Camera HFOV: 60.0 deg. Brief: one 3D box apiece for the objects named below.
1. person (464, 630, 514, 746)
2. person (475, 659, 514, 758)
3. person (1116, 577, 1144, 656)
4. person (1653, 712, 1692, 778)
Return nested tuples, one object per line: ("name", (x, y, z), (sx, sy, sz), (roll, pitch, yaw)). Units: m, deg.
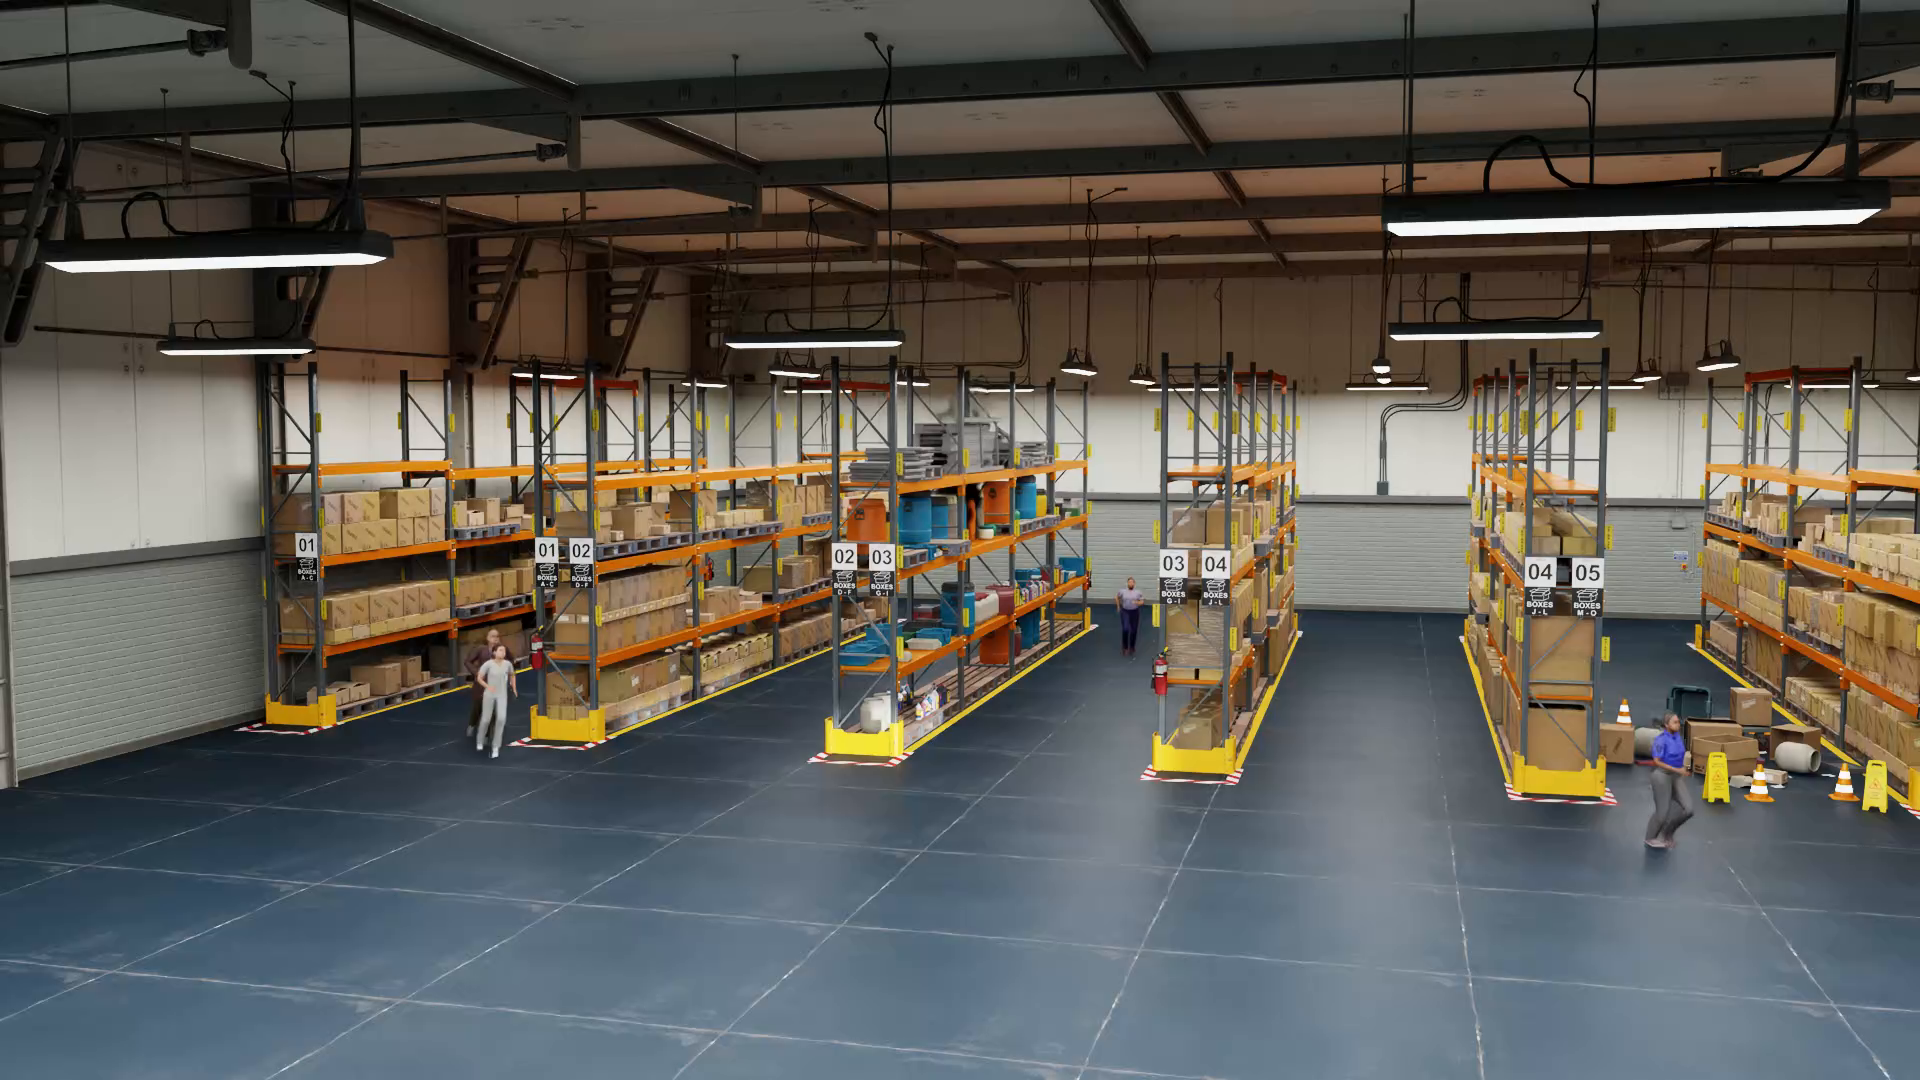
("person", (-7.362, 2.279, 26.067), (0.769, 1.745, 1.049), (-1, 4, -19))
("person", (-6.990, 2.516, 25.148), (0.573, 1.427, 0.796), (-2, 5, -28))
("person", (3.679, 1.659, 35.974), (0.575, 1.711, 0.742), (0, 4, -3))
("person", (8.330, 2.421, 19.336), (0.607, 0.834, 0.575), (-2, 5, -27))
